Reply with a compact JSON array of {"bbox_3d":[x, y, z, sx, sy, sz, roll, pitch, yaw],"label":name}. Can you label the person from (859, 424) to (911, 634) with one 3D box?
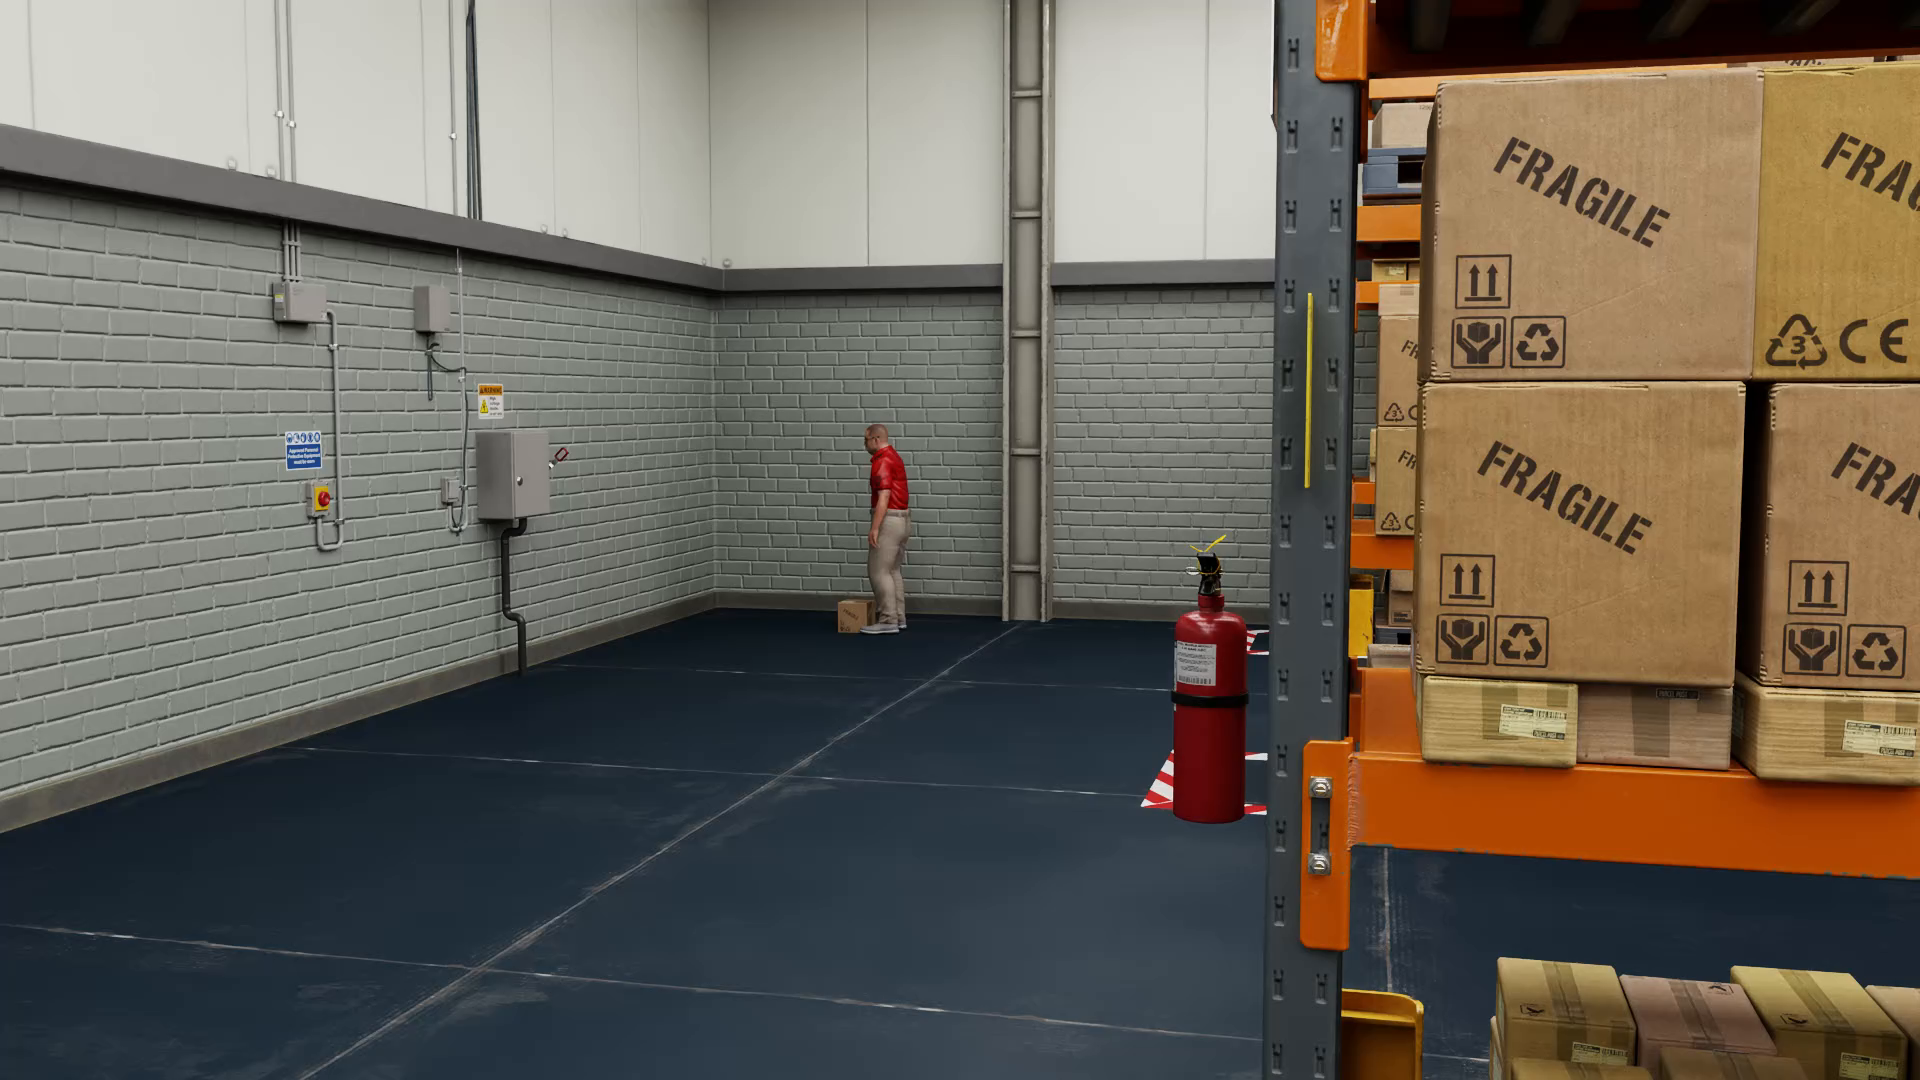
[{"bbox_3d":[-0.615,-0.097,13.757,0.389,1.726,0.588,1,5,13],"label":"person"}]
